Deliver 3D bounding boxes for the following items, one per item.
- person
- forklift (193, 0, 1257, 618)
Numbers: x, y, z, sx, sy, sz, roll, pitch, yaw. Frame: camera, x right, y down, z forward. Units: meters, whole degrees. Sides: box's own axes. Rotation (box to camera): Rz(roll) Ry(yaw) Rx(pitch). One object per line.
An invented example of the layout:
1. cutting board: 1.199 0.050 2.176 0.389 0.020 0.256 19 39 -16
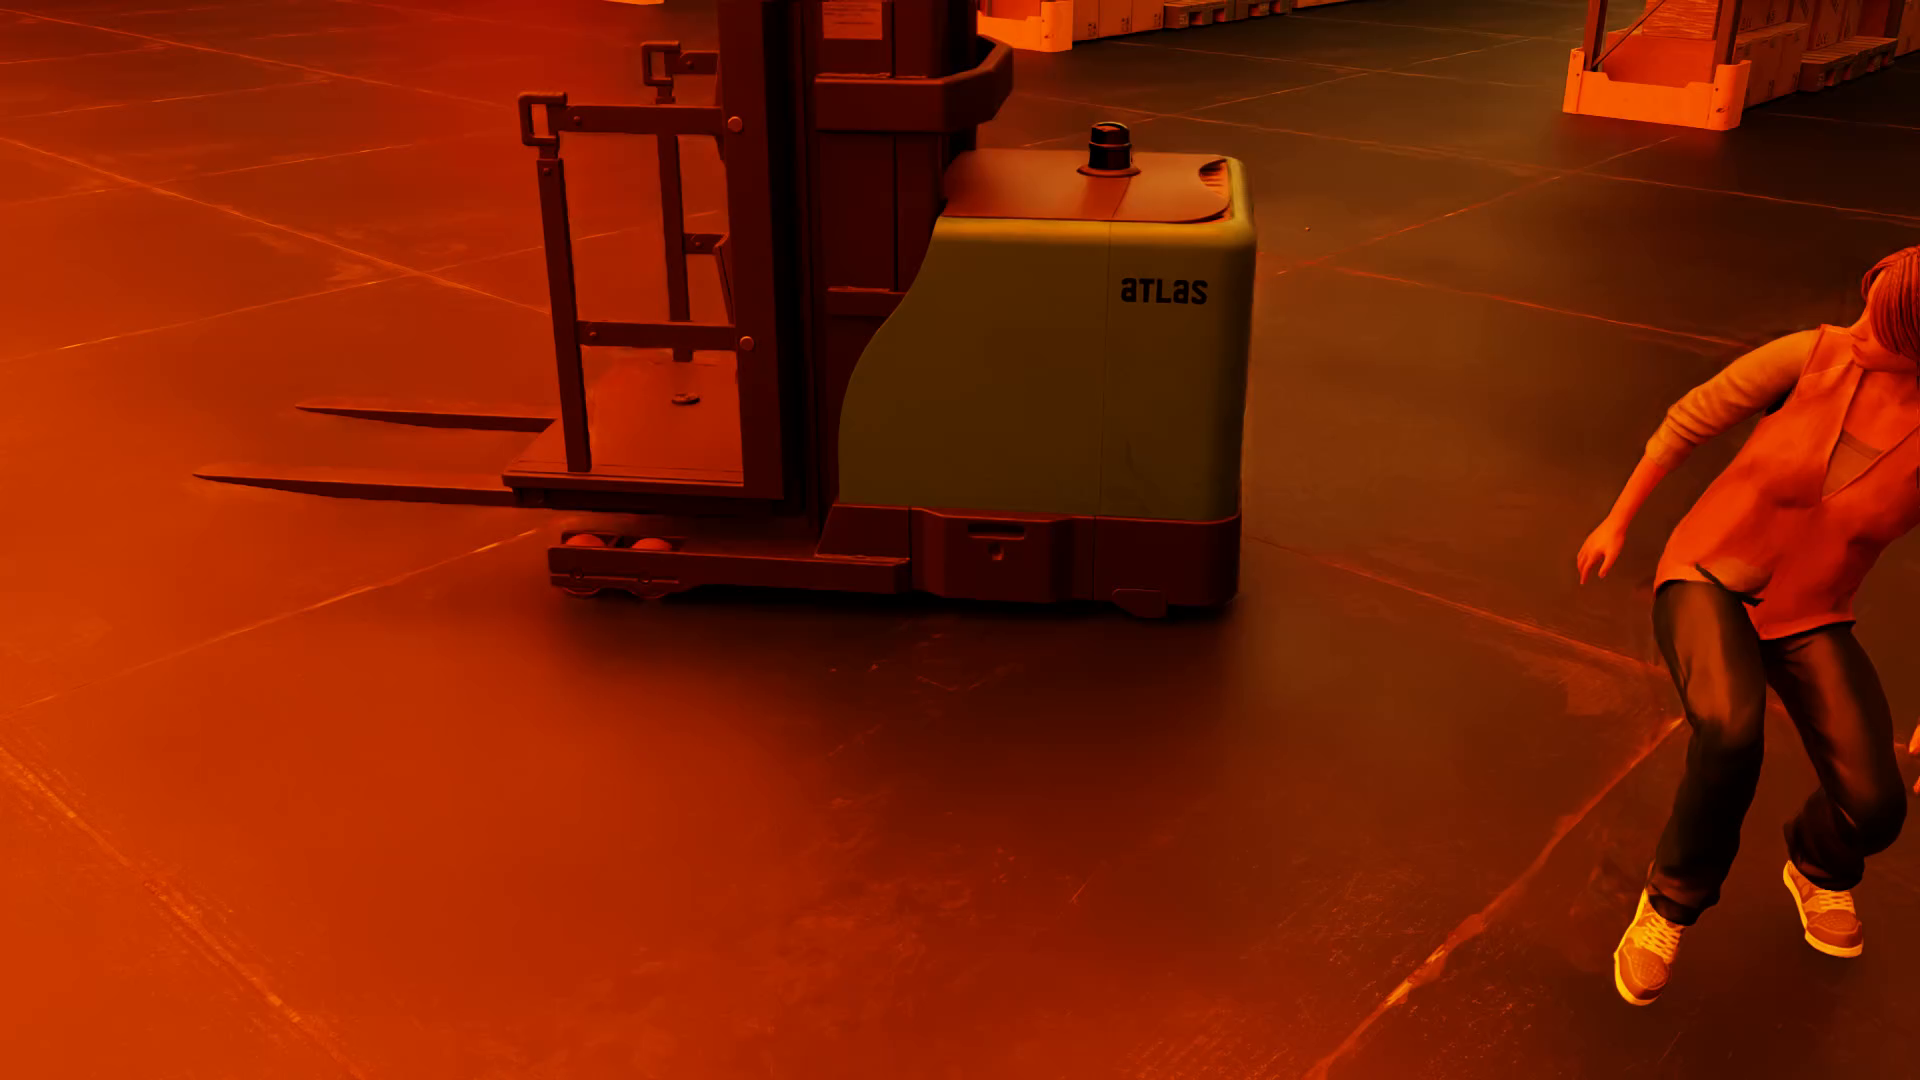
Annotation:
1. person: 1.428 0.145 2.872 0.649 1.356 0.641 6 24 14
2. forklift: -0.702 -1.384 4.483 3.031 2.935 1.130 3 24 7
